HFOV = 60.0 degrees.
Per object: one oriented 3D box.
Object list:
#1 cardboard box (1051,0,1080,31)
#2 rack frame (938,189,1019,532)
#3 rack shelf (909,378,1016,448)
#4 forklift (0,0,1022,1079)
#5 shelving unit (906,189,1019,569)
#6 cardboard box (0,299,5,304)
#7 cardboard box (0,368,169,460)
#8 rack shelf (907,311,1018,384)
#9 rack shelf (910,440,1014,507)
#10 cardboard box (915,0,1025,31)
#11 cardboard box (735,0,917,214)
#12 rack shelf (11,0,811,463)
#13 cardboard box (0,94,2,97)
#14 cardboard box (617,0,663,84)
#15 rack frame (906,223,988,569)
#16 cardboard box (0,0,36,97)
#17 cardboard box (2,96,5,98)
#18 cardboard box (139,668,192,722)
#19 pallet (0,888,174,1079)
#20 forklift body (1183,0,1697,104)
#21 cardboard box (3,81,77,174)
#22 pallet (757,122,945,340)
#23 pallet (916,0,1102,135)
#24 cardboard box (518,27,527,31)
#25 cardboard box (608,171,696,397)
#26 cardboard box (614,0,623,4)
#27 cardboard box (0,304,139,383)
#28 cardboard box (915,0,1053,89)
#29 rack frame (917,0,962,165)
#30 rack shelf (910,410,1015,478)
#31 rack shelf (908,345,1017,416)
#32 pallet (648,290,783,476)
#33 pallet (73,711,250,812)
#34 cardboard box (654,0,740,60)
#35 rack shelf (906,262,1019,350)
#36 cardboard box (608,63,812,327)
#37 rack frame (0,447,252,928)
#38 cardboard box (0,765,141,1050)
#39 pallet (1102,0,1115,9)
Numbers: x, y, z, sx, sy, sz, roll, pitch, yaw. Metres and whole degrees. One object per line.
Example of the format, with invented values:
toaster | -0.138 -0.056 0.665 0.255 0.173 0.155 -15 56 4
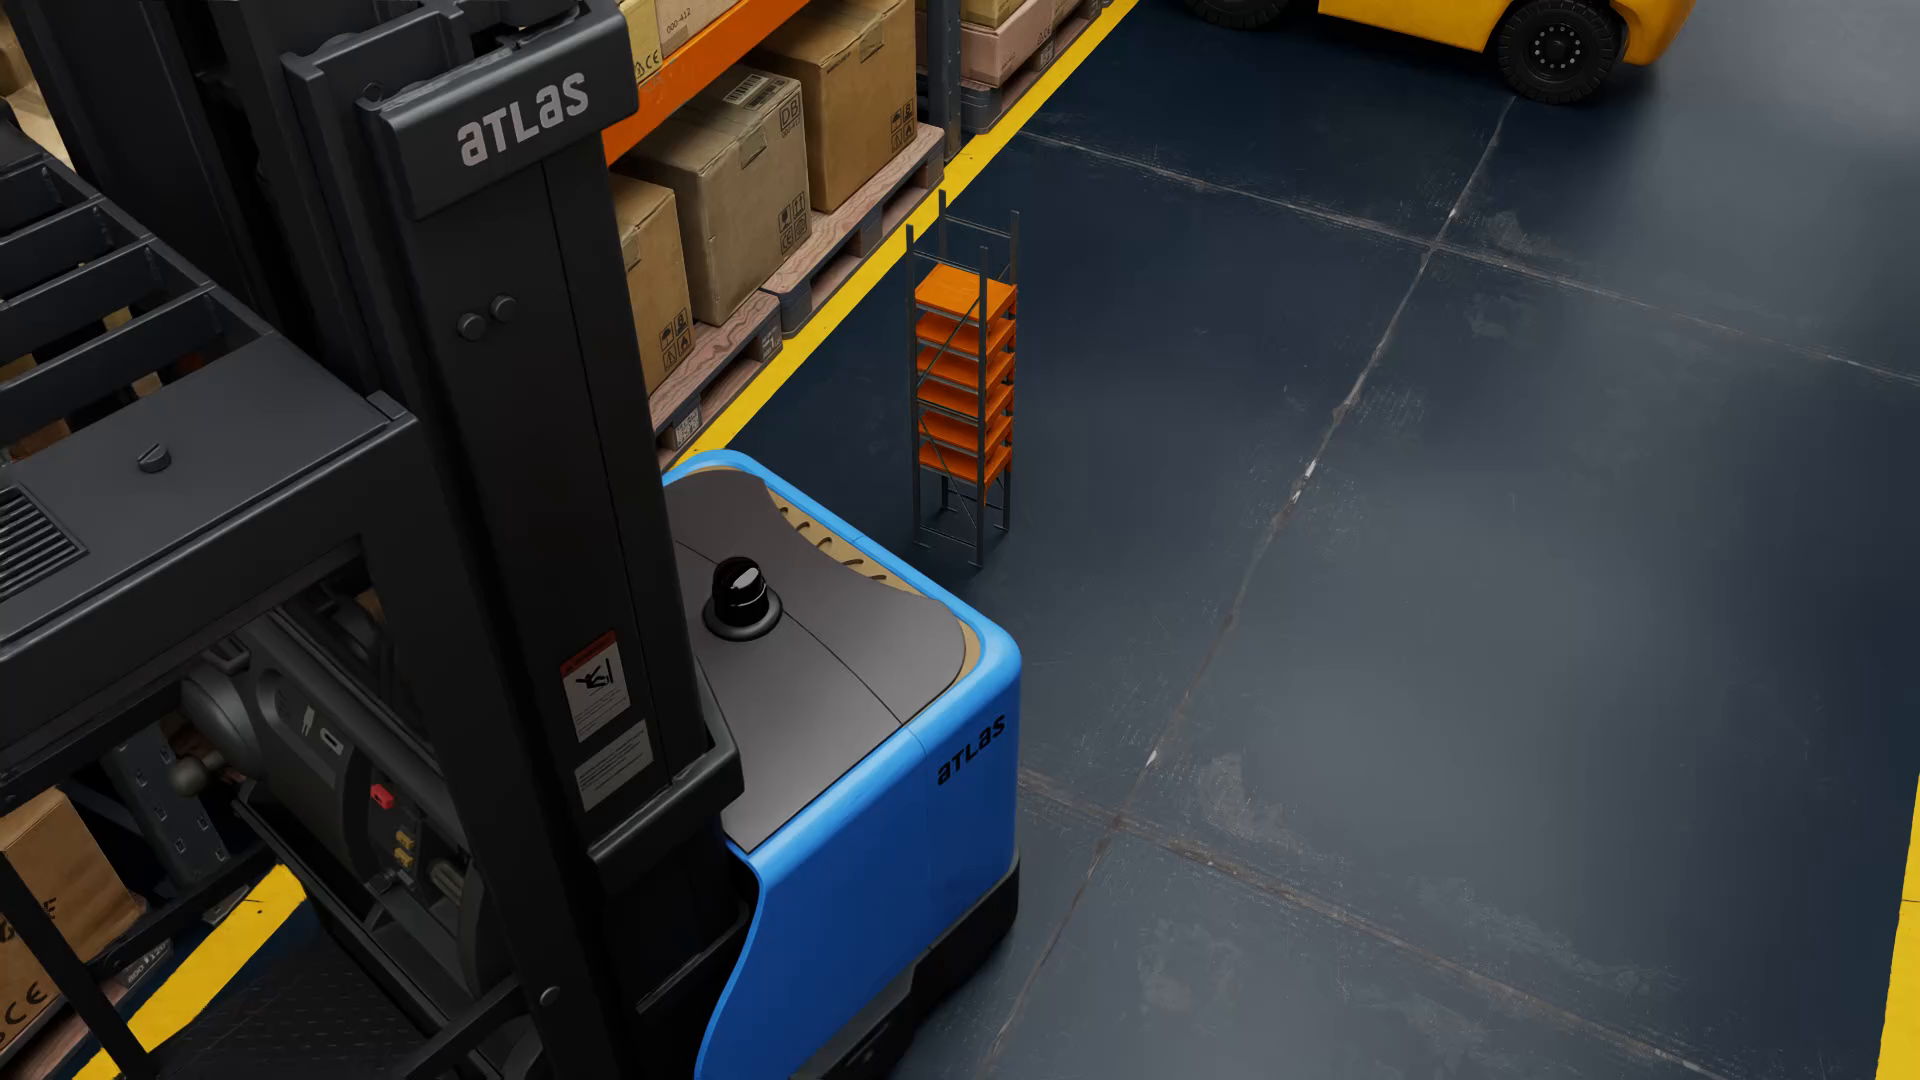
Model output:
cardboard box | 0.275 -2.485 7.235 0.500 0.250 0.500 19 48 18
rack frame | 0.049 -0.489 4.889 0.240 1.200 0.006 20 49 19
rack shelf | 0.007 -0.400 4.864 0.258 0.103 0.180 20 49 19
forklift | -1.220 0.483 2.711 1.130 2.935 3.031 33 54 28
shelving unit | 0.007 -0.431 4.832 0.258 1.200 0.189 20 49 19
cardboard box | -1.913 -0.630 3.237 0.380 0.149 0.250 22 49 20
cardboard box | -1.900 -0.409 3.651 0.500 0.250 0.500 21 49 19
rack shelf | 0.007 -0.568 4.693 0.258 0.103 0.180 20 49 19
rack shelf | 0.007 -0.231 5.035 0.258 0.103 0.180 20 49 19
cardboard box | 0.033 -2.343 6.743 0.500 0.250 0.500 20 49 19
cardboard box | -0.698 -1.764 6.258 0.875 0.625 0.625 23 50 21
rack shelf | -1.394 -1.270 4.902 1.077 0.370 4.000 20 49 19
cardboard box | -2.328 -1.000 3.603 0.380 0.149 0.250 22 49 20
cardboard box | -1.187 -1.378 4.608 0.500 0.250 0.500 22 49 20
rack frame | -0.036 -0.373 4.775 0.240 1.200 0.006 20 49 19
cardboard box | -2.154 -1.143 3.744 0.380 0.149 0.250 20 49 19
cardboard box | -2.124 -1.084 3.966 0.500 0.250 0.500 21 49 19
cardboard box | -2.020 0.035 4.480 0.875 0.625 0.625 22 49 20
pallet | -2.702 1.175 3.941 1.003 0.211 1.213 20 49 19
forklift body | 2.127 -3.208 6.908 2.313 2.155 1.214 20 49 19
cardboard box | -1.791 -0.799 3.404 0.380 0.149 0.250 21 49 20
pallet | -0.773 -1.326 6.412 1.003 0.211 1.213 20 49 19
pallet | -0.059 -2.290 7.365 1.003 0.211 1.213 20 49 19
cardboard box | -1.407 -1.224 4.105 0.500 0.250 0.500 19 48 18
cardboard box | -1.412 -0.803 5.309 0.875 0.625 0.625 19 48 17
cardboard box | -1.193 -1.554 4.431 0.500 0.250 0.500 21 49 20
cardboard box | -1.878 -0.577 3.465 0.500 0.250 0.500 20 49 19
cardboard box | 0.053 -2.160 6.913 0.500 0.250 0.500 21 49 19
rack frame | -0.465 -2.783 5.892 1.000 3.000 0.127 20 49 19
rack shelf | 0.007 -0.315 4.949 0.258 0.103 0.180 20 49 19
rack shelf | 0.007 -0.484 4.779 0.258 0.103 0.180 20 49 19
pallet | -1.338 -0.555 5.650 1.003 0.211 1.213 20 49 19
pallet | -1.905 0.211 4.893 1.003 0.211 1.213 20 49 19
cardboard box | -0.954 -1.705 4.932 0.500 0.250 0.500 21 49 19
rack shelf | 0.007 -0.653 4.608 0.258 0.103 0.180 20 49 19
cardboard box | -1.065 -1.277 5.778 0.875 0.625 0.625 20 49 19
rack frame | -2.322 -0.263 3.401 1.000 3.000 0.127 20 49 19
cardboard box | -2.328 0.805 3.808 0.500 0.500 0.500 22 49 20
pallet | 0.506 -3.062 8.127 1.003 0.211 1.213 20 49 19
